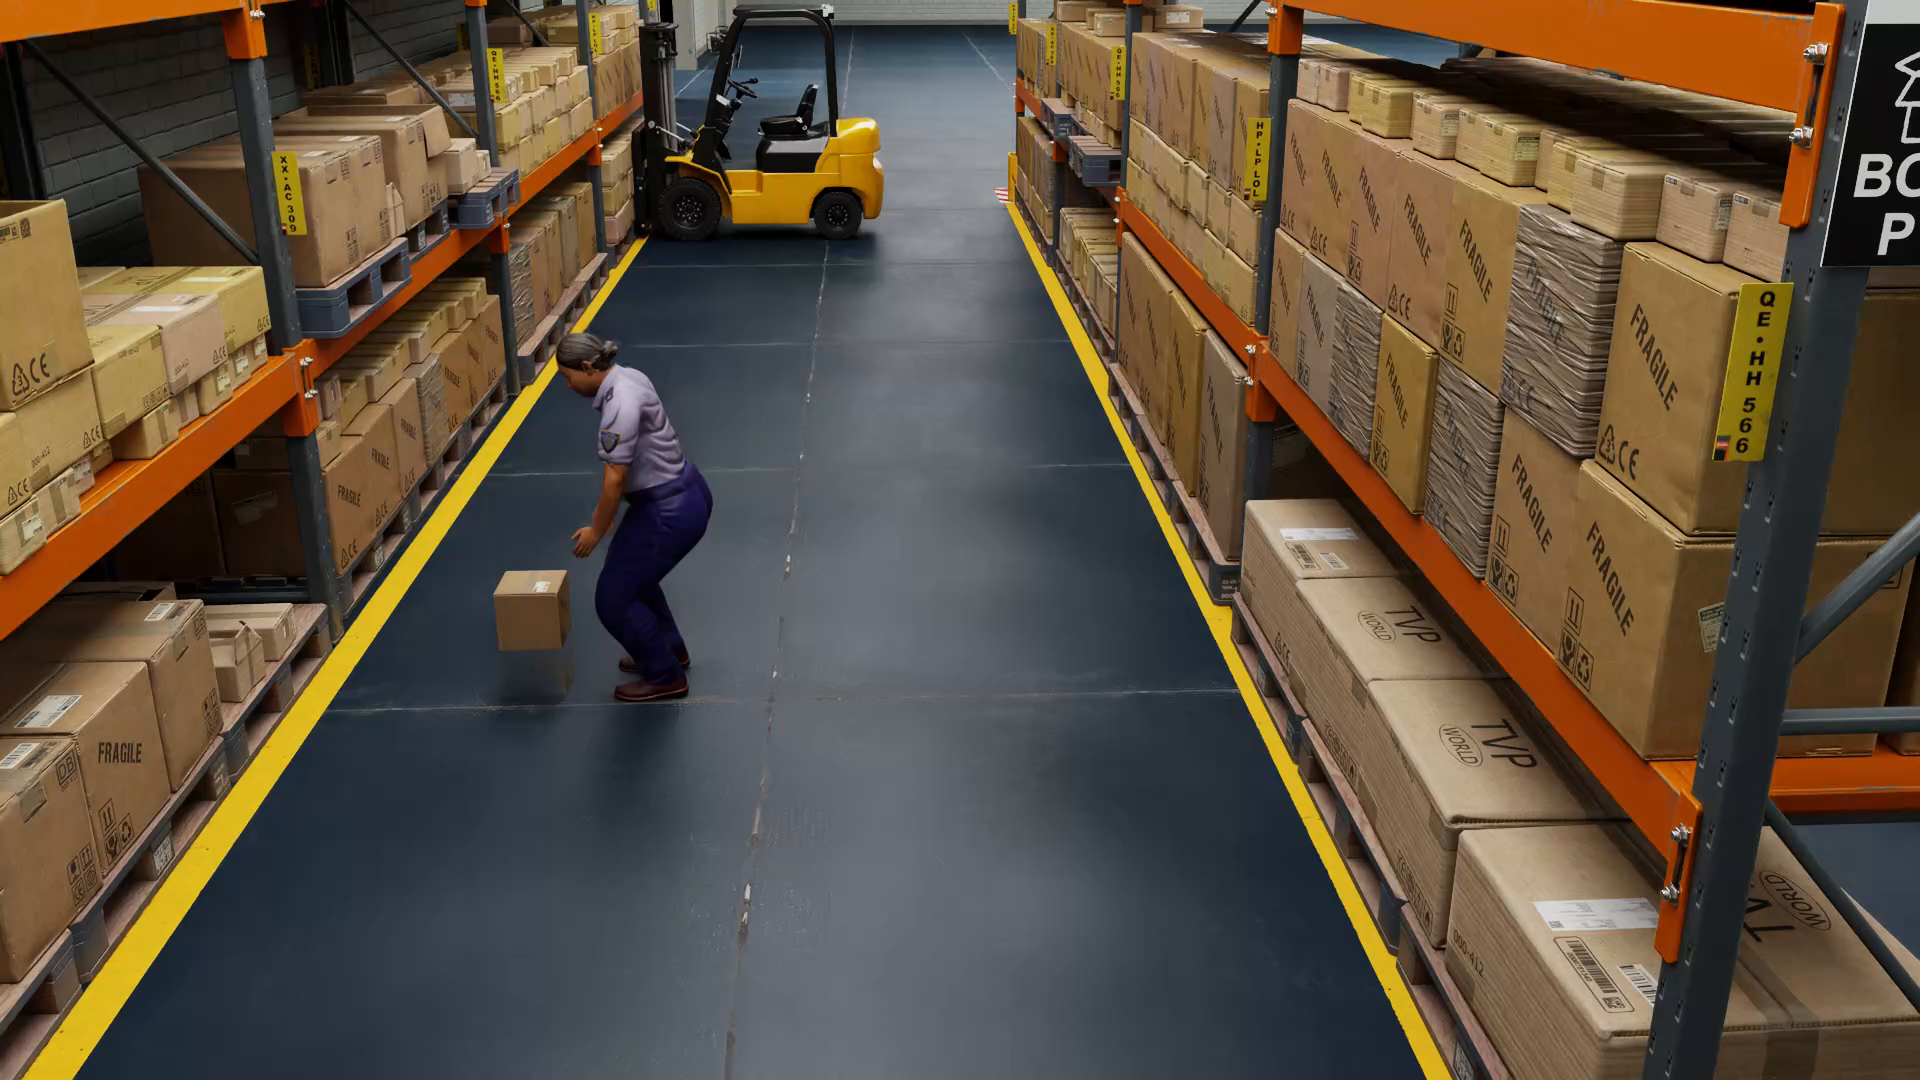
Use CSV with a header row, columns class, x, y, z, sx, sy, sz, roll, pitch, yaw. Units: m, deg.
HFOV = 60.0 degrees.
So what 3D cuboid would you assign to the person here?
class,x,y,z,sx,sy,sz,roll,pitch,yaw
person,-1.269,-0.095,6.598,0.551,1.490,0.525,-1,21,-2
